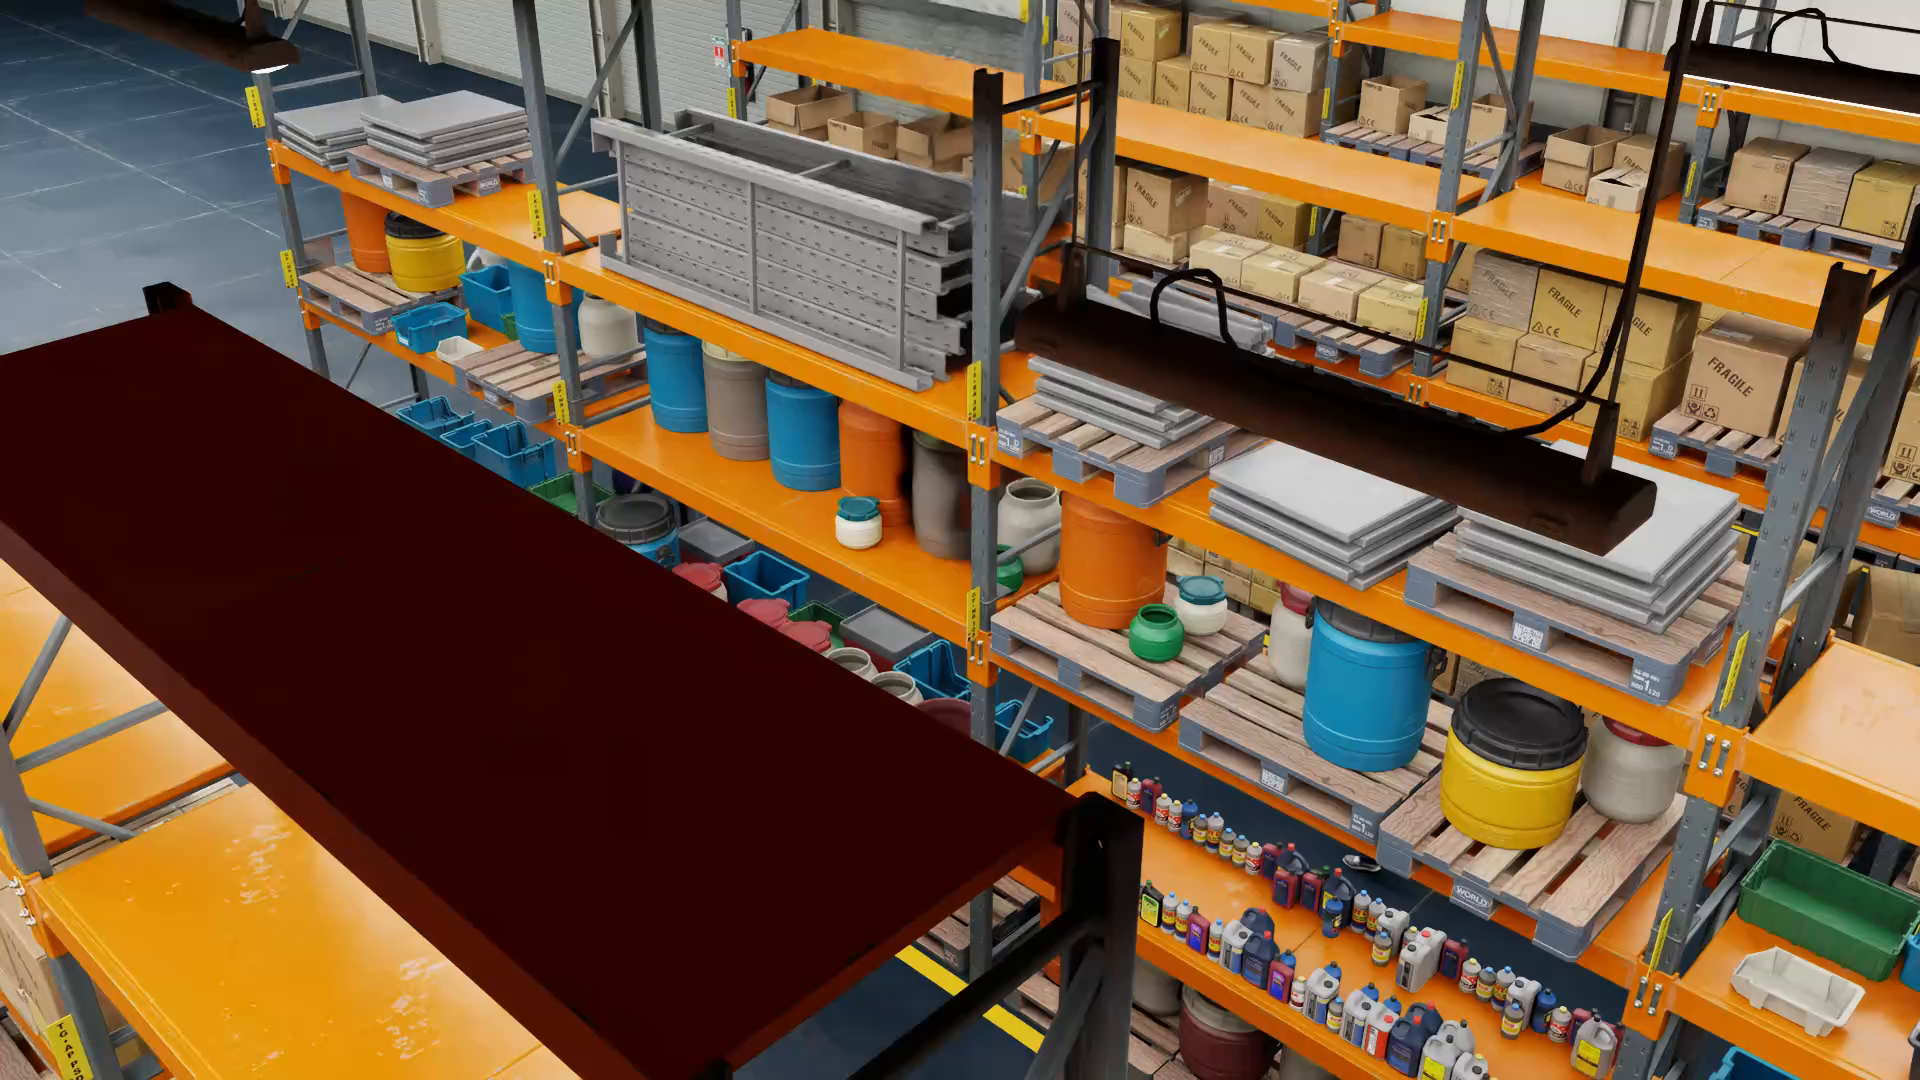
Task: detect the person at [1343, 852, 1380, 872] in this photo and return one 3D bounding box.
[{"bbox_3d":[3.029,1.733,11.598,0.598,1.554,0.522,16,33,27],"label":"person"}]

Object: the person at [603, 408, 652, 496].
[{"bbox_3d":[-3.044,-0.569,15.592,0.627,1.636,0.744,-25,38,-37],"label":"person"}]

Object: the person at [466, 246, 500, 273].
[{"bbox_3d":[-5.945,-3.590,20.954,0.673,1.629,0.560,-13,32,-22],"label":"person"}]
